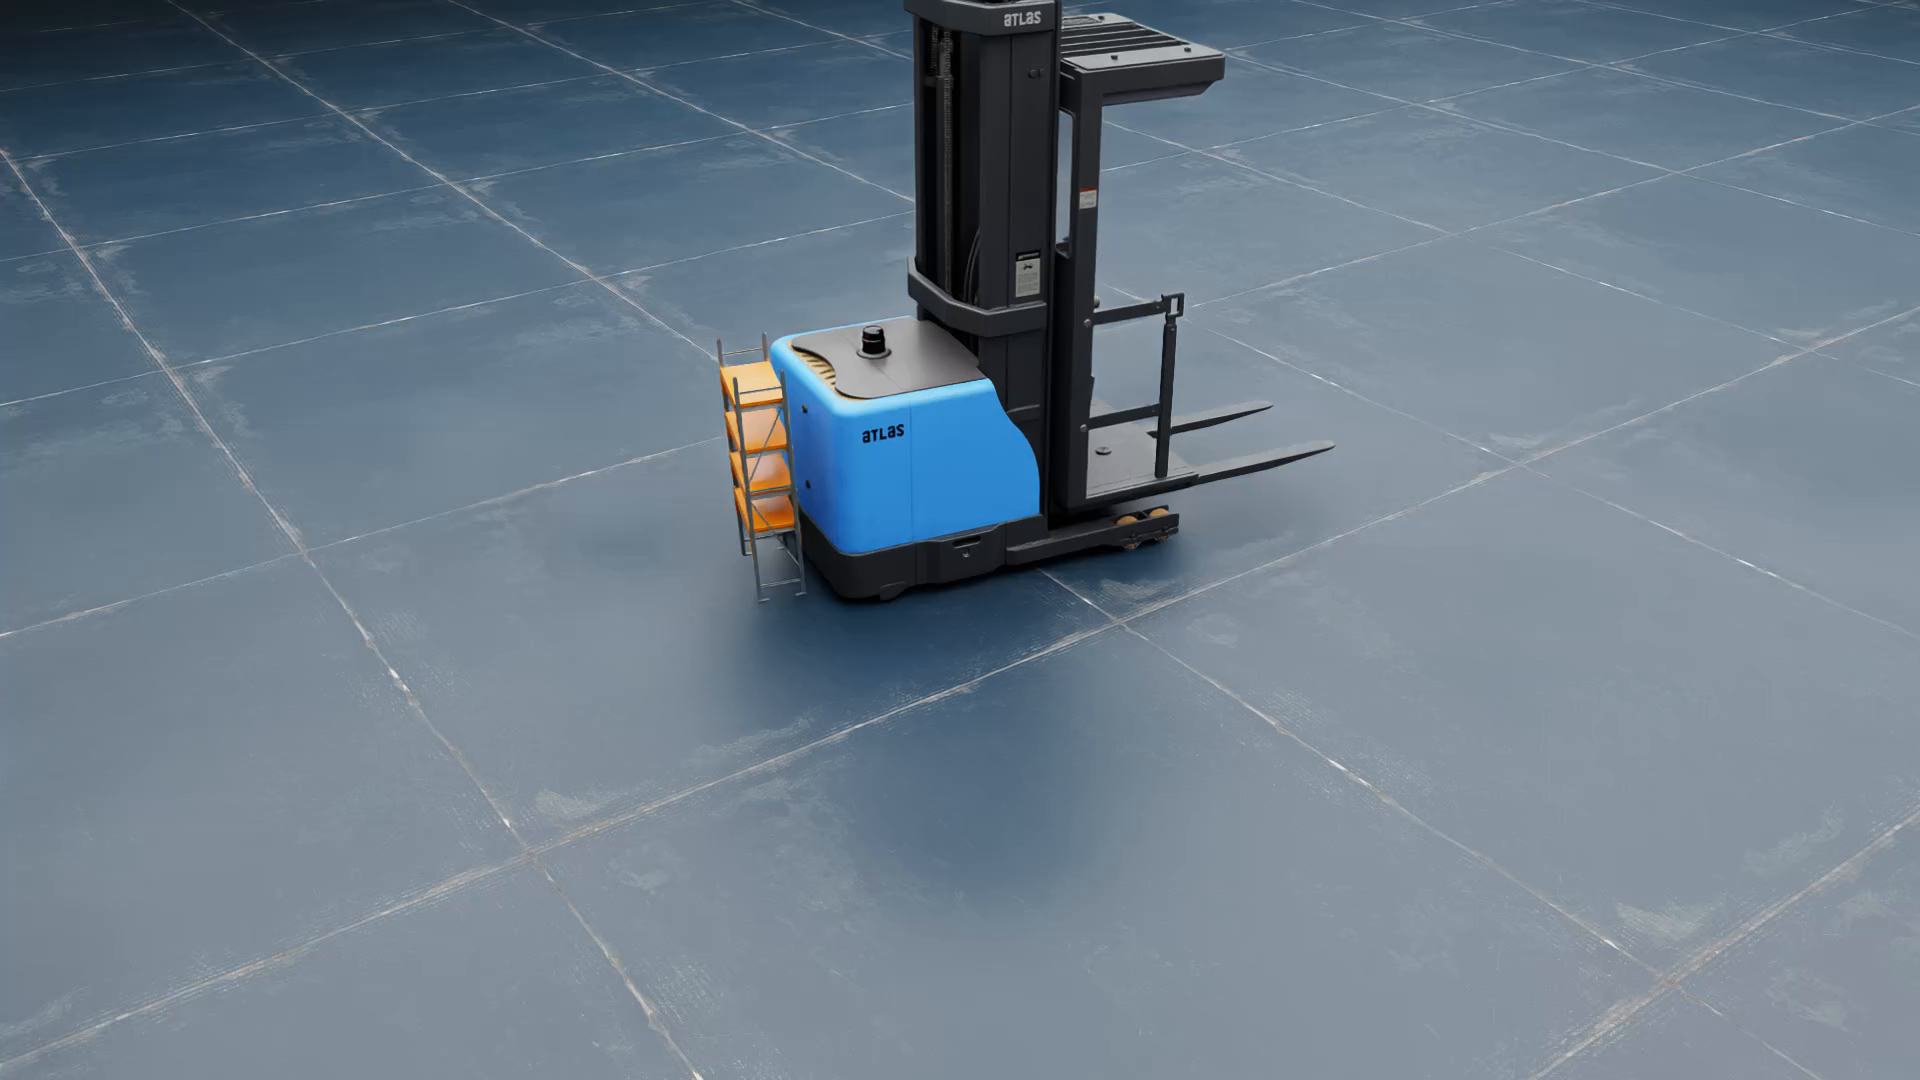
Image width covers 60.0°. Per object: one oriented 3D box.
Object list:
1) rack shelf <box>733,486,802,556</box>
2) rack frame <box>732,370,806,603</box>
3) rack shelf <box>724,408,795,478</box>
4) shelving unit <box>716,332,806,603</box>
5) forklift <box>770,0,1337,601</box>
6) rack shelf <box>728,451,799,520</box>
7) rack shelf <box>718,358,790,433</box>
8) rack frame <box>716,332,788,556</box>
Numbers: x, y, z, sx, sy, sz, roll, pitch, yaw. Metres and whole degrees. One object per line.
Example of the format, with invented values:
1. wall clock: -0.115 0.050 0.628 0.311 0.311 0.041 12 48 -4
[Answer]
1. rack shelf: -0.958 -0.119 8.257 0.258 0.148 0.480 -10 30 -13
2. rack frame: -0.902 -0.239 7.921 0.240 1.200 0.015 -10 30 -13
3. rack shelf: -0.975 -0.487 8.051 0.258 0.148 0.480 -10 30 -13
4. shelving unit: -0.969 -0.351 8.128 0.258 1.200 0.503 -10 30 -13
5. forklift: 0.588 -1.457 8.363 3.031 2.935 1.130 -13 31 -22
6. rack shelf: -0.966 -0.292 8.160 0.258 0.148 0.480 -10 30 -13
7. rack shelf: -0.984 -0.694 7.936 0.258 0.148 0.480 -10 30 -13
8. rack frame: -1.036 -0.463 8.334 0.240 1.200 0.015 -10 30 -13
